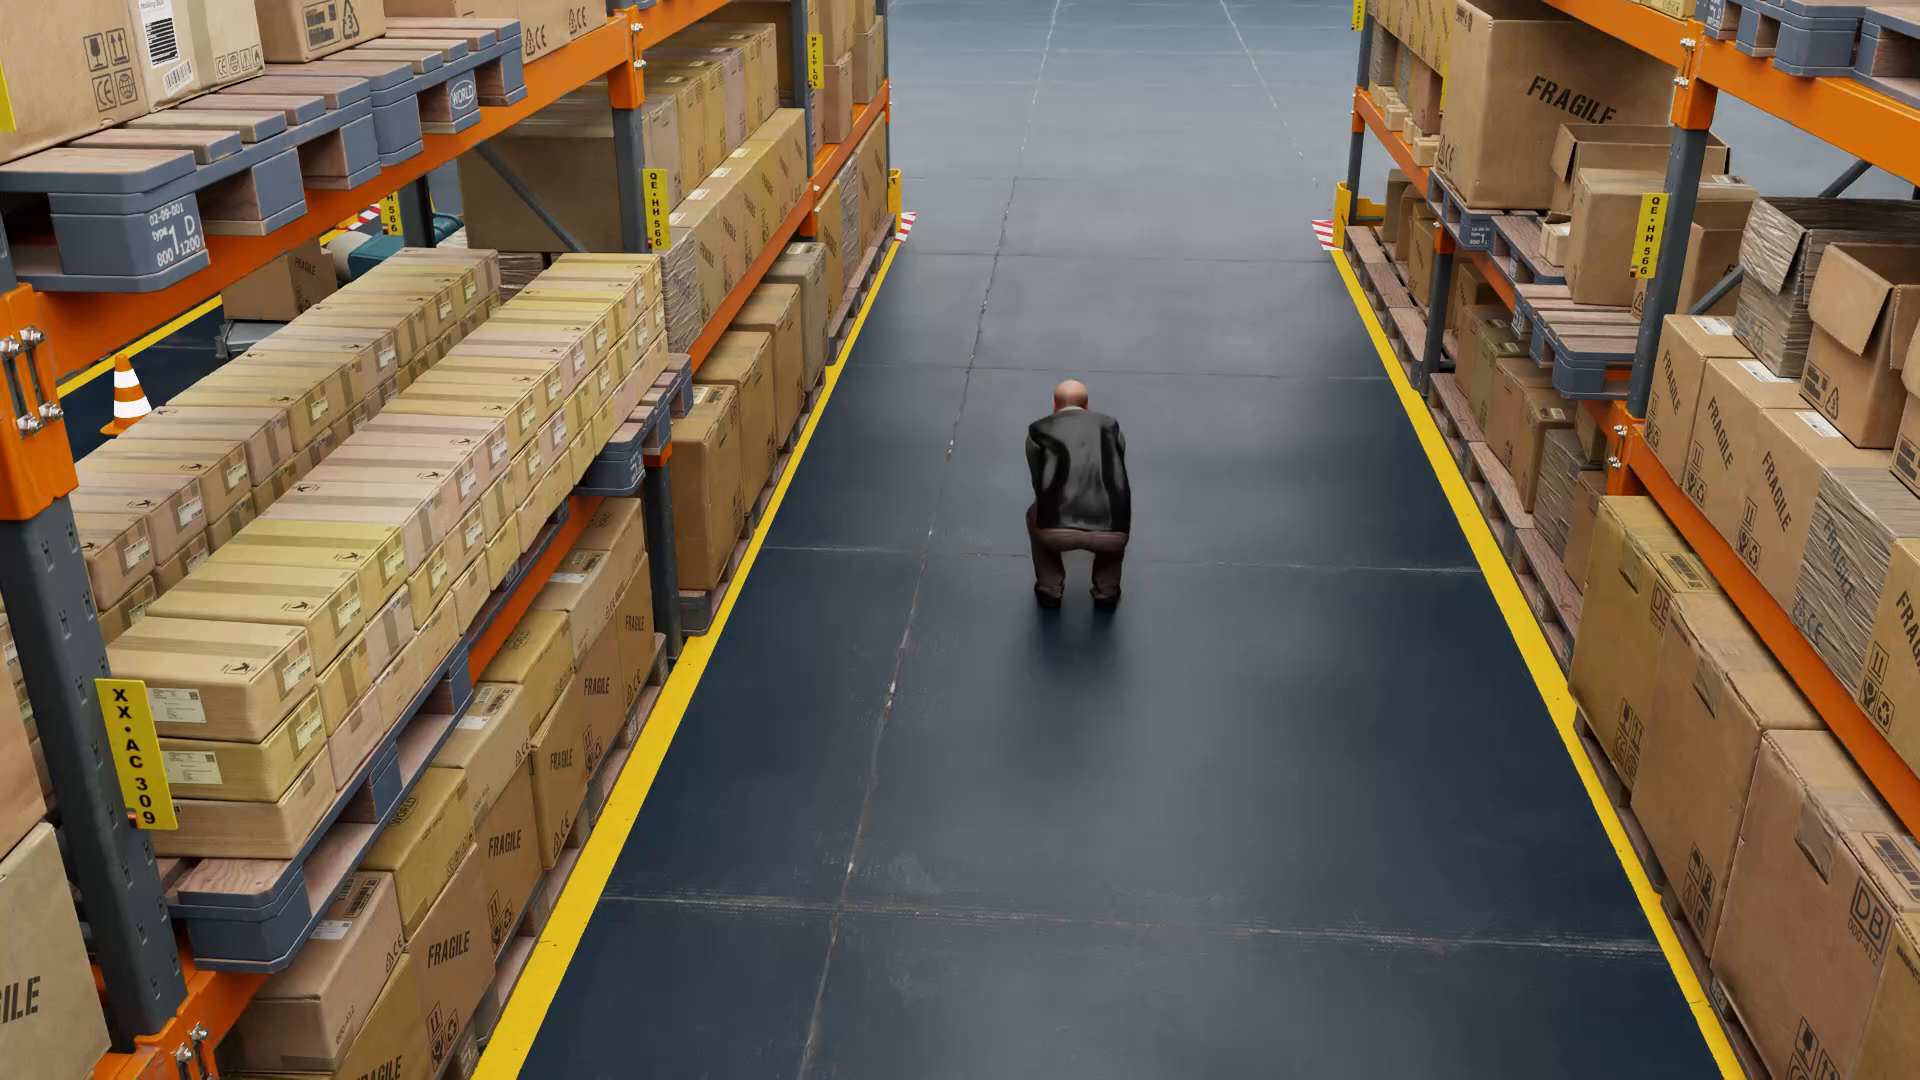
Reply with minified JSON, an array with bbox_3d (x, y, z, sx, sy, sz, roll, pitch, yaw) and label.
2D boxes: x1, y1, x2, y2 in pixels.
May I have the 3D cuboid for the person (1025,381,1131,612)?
[{"bbox_3d":[0.570,-0.208,8.019,0.519,0.972,0.876,1,24,3],"label":"person"}]
